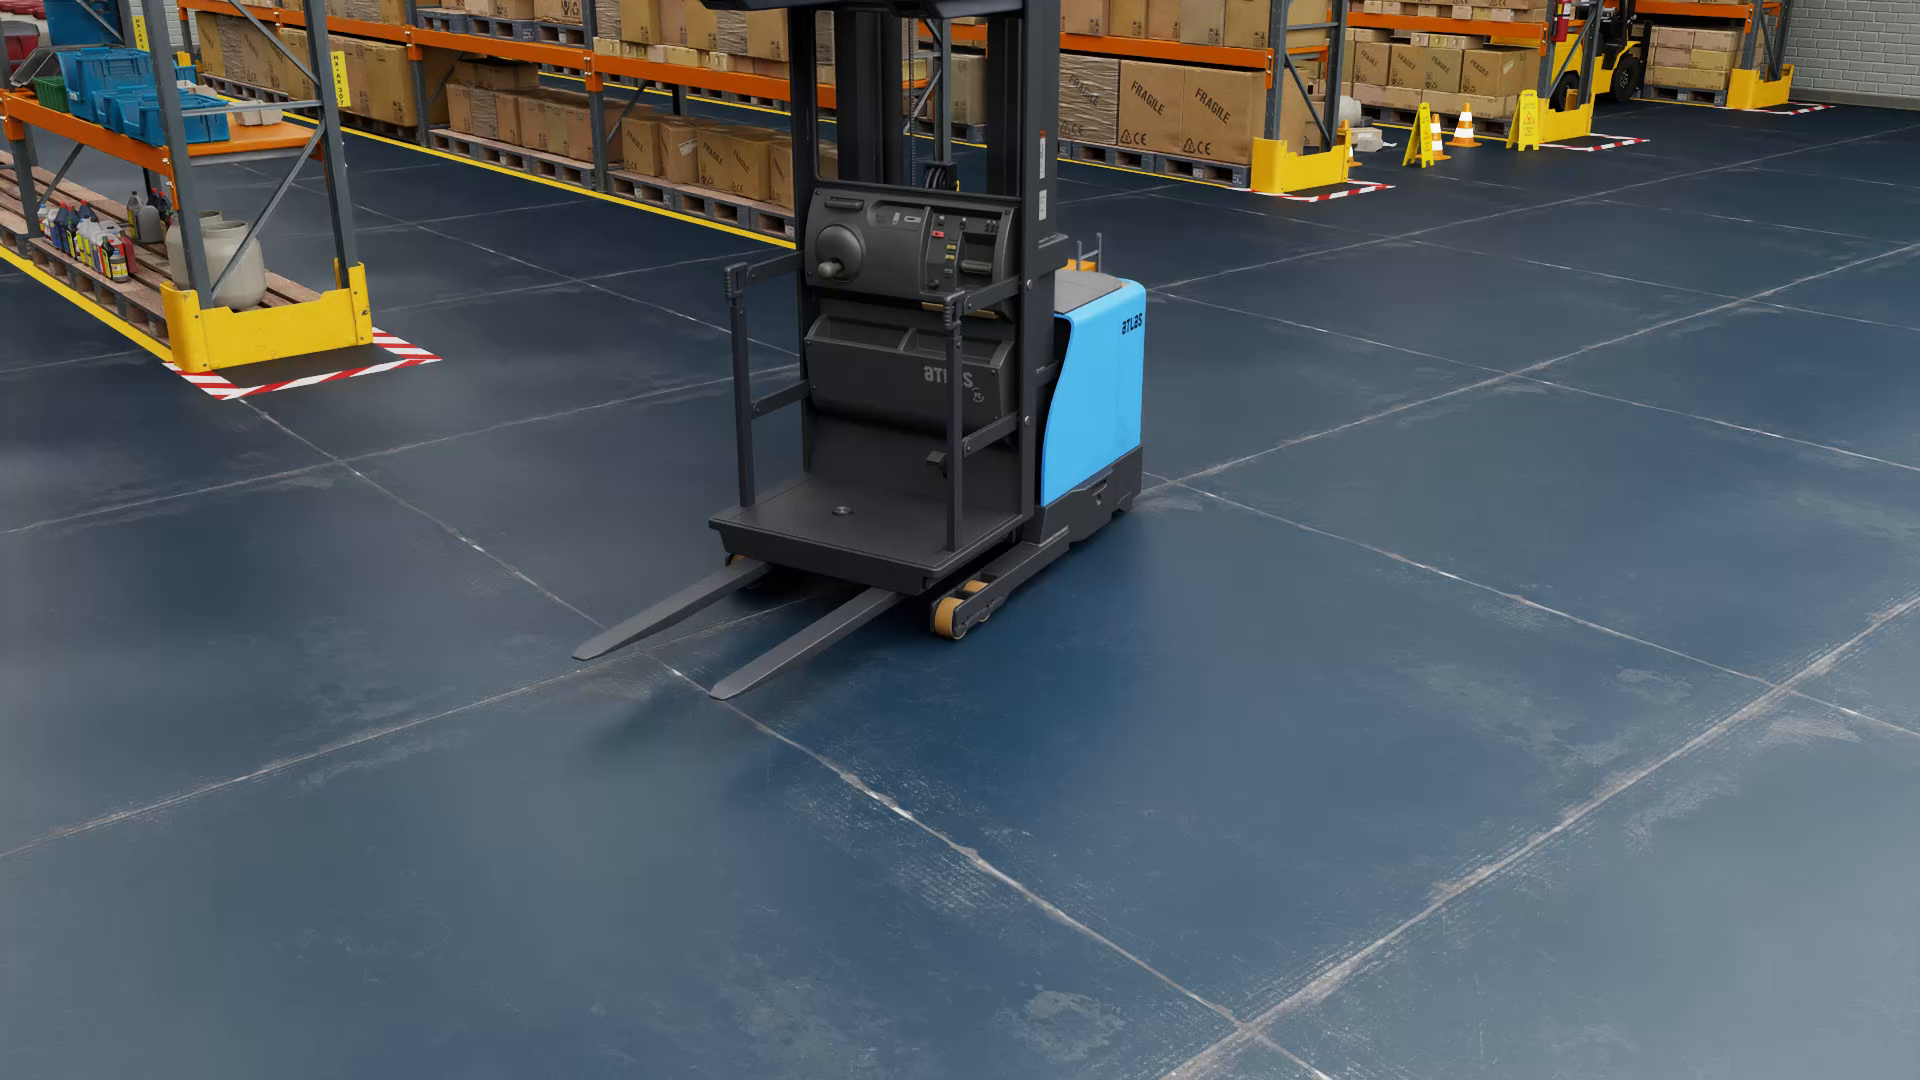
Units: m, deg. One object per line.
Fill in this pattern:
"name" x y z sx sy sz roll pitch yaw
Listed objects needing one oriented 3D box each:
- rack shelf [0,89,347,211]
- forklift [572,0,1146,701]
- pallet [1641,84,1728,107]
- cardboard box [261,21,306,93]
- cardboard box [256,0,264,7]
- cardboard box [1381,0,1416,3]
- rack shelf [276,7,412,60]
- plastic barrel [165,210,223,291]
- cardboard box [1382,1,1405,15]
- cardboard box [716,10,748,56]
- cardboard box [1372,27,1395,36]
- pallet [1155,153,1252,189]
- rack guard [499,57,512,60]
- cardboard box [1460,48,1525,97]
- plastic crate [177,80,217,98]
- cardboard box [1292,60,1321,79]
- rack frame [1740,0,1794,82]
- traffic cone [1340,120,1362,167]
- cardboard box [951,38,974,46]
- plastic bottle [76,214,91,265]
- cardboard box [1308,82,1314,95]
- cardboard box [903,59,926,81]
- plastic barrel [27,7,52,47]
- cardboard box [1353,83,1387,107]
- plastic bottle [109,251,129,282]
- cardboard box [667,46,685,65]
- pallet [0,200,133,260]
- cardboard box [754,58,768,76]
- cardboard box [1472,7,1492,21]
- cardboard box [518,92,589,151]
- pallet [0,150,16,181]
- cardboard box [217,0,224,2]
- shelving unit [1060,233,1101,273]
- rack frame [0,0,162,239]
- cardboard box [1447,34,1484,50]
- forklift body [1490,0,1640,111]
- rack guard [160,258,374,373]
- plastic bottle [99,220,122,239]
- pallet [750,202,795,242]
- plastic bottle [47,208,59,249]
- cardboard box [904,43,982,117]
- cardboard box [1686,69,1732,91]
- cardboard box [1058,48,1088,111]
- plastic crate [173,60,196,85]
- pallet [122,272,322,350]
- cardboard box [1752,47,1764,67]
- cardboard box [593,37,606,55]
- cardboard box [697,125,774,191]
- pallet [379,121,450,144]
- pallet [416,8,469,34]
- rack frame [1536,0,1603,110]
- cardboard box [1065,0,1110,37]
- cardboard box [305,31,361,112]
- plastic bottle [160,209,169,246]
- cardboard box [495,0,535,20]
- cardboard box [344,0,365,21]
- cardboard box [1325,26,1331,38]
"rack shelf" -5.544 -2.792 11.486 1.077 0.370 4.000 -17 27 -37
"forklift" -0.317 -1.166 6.442 1.130 2.935 3.031 12 24 28
"pallet" 10.249 -6.198 23.019 1.003 0.211 1.213 -17 27 -37
"cardboard box" -8.689 -6.476 22.244 0.875 0.875 0.875 -17 27 -37
"cardboard box" -8.935 -7.029 21.663 0.380 0.149 0.250 -17 27 -36
"cardboard box" 5.495 -6.805 20.200 0.500 0.500 0.500 -17 27 -37
"rack shelf" -7.013 -6.181 20.139 1.077 0.370 4.000 -17 27 -37
"plastic barrel" -5.053 -1.914 11.092 0.421 0.512 0.421 0 21 0
"cardboard box" 5.387 -6.519 20.359 0.380 0.149 0.250 -18 27 -38
"cardboard box" -1.535 -4.355 13.945 0.875 0.500 0.500 -17 27 -37
"cardboard box" 6.826 -8.055 26.617 0.875 0.625 0.625 -19 28 -40
"pallet" 2.756 -3.810 16.923 1.003 0.211 1.213 -17 27 -37
"rack guard" -7.057 -8.142 27.586 1.175 0.500 0.348 -17 27 -37
"cardboard box" 6.301 -5.536 19.672 0.500 0.500 0.500 -17 27 -37
"plastic crate" -5.597 -3.168 11.822 0.530 0.136 0.437 -17 27 -37
"cardboard box" 4.591 -6.255 21.507 0.500 0.500 0.500 -16 26 -35
"rack frame" 10.780 -7.295 21.997 1.000 3.000 0.127 -17 27 -37
"traffic cone" 4.067 -4.210 17.598 0.336 0.463 0.334 -17 27 -37
"cardboard box" 0.249 -8.234 26.732 0.875 0.875 0.875 -16 27 -36
"plastic bottle" -6.236 -2.160 11.914 0.144 0.351 0.185 -18 27 -38
"cardboard box" 4.079 -5.435 20.672 0.500 0.500 0.500 0 21 -1
"cardboard box" -0.491 -3.772 13.346 0.380 0.149 0.250 -17 27 -37
"plastic barrel" -7.308 -4.059 13.549 0.433 0.535 0.433 0 21 0
"cardboard box" 5.297 -5.615 20.901 0.500 0.250 0.500 -18 28 -38
"plastic bottle" -5.769 -1.879 11.403 0.097 0.201 0.097 0 21 0
"cardboard box" -2.350 -4.271 14.620 0.380 0.149 0.250 -17 27 -37
"pallet" -7.391 -2.589 13.804 1.003 0.211 1.213 -17 27 -37
"cardboard box" -1.477 -3.944 13.785 0.380 0.149 0.250 -17 27 -37
"cardboard box" 6.215 -6.168 19.462 0.380 0.149 0.250 -18 28 -38
"cardboard box" -4.144 -4.365 17.340 0.500 0.500 0.700 20 29 41
"pallet" -10.006 -3.694 16.626 1.003 0.211 1.213 -17 27 -37
"cardboard box" -9.943 -7.456 22.751 0.380 0.149 0.250 -18 28 -39
"shelving unit" 0.396 -0.911 8.165 0.503 1.200 0.258 12 24 27
"rack frame" -6.849 -3.680 12.765 1.000 3.000 0.127 -17 27 -37
"cardboard box" 6.011 -5.924 19.772 0.380 0.149 0.250 -16 27 -36
"forklift body" 8.160 -6.990 22.381 2.313 2.155 1.214 -17 27 -37
"rack guard" -4.323 -1.420 10.425 1.175 0.500 0.348 -17 27 -37
"plastic bottle" -6.140 -2.167 12.035 0.152 0.276 0.135 -17 27 -37
"pallet" -1.039 -2.709 14.111 1.003 0.211 1.213 -17 27 -37
"plastic bottle" -6.741 -2.341 12.479 0.152 0.276 0.135 -16 27 -36
"cardboard box" -0.374 -5.577 20.119 1.050 0.750 0.750 -17 27 -37
"cardboard box" 10.234 -6.265 22.561 0.500 0.250 0.500 -17 27 -37
"cardboard box" 1.084 -5.027 18.544 0.875 0.875 0.875 -17 27 -37
"plastic crate" -5.921 -3.369 12.177 0.499 0.251 0.616 -17 27 -37
"pallet" -4.850 -1.512 11.054 1.003 0.211 1.213 -17 27 -37
"cardboard box" 10.630 -6.623 22.789 0.500 0.250 0.500 -17 27 -36
"cardboard box" -3.184 -4.611 15.487 0.380 0.149 0.250 -17 27 -37
"cardboard box" -2.022 -3.461 15.059 0.500 0.500 0.500 19 29 40
"pallet" -6.165 -4.901 19.708 1.003 0.211 1.213 -17 27 -37
"pallet" -5.162 -5.703 18.194 1.213 0.211 1.003 -17 27 -37
"rack frame" 7.022 -6.113 18.977 1.000 3.000 0.127 -17 27 -37
"cardboard box" 1.616 -5.658 17.612 0.875 0.550 0.550 -17 27 -37
"cardboard box" -7.302 -5.856 20.661 1.225 0.875 0.875 -19 28 -39
"plastic bottle" -5.935 -2.337 12.458 0.061 0.283 0.133 -17 27 -37
"cardboard box" -4.298 -5.559 16.847 0.797 0.503 0.637 -14 26 -32
"cardboard box" -6.880 -6.369 19.496 0.500 0.500 0.500 -19 28 -39
"cardboard box" 4.627 -6.508 21.264 0.380 0.149 0.250 -17 27 -37
